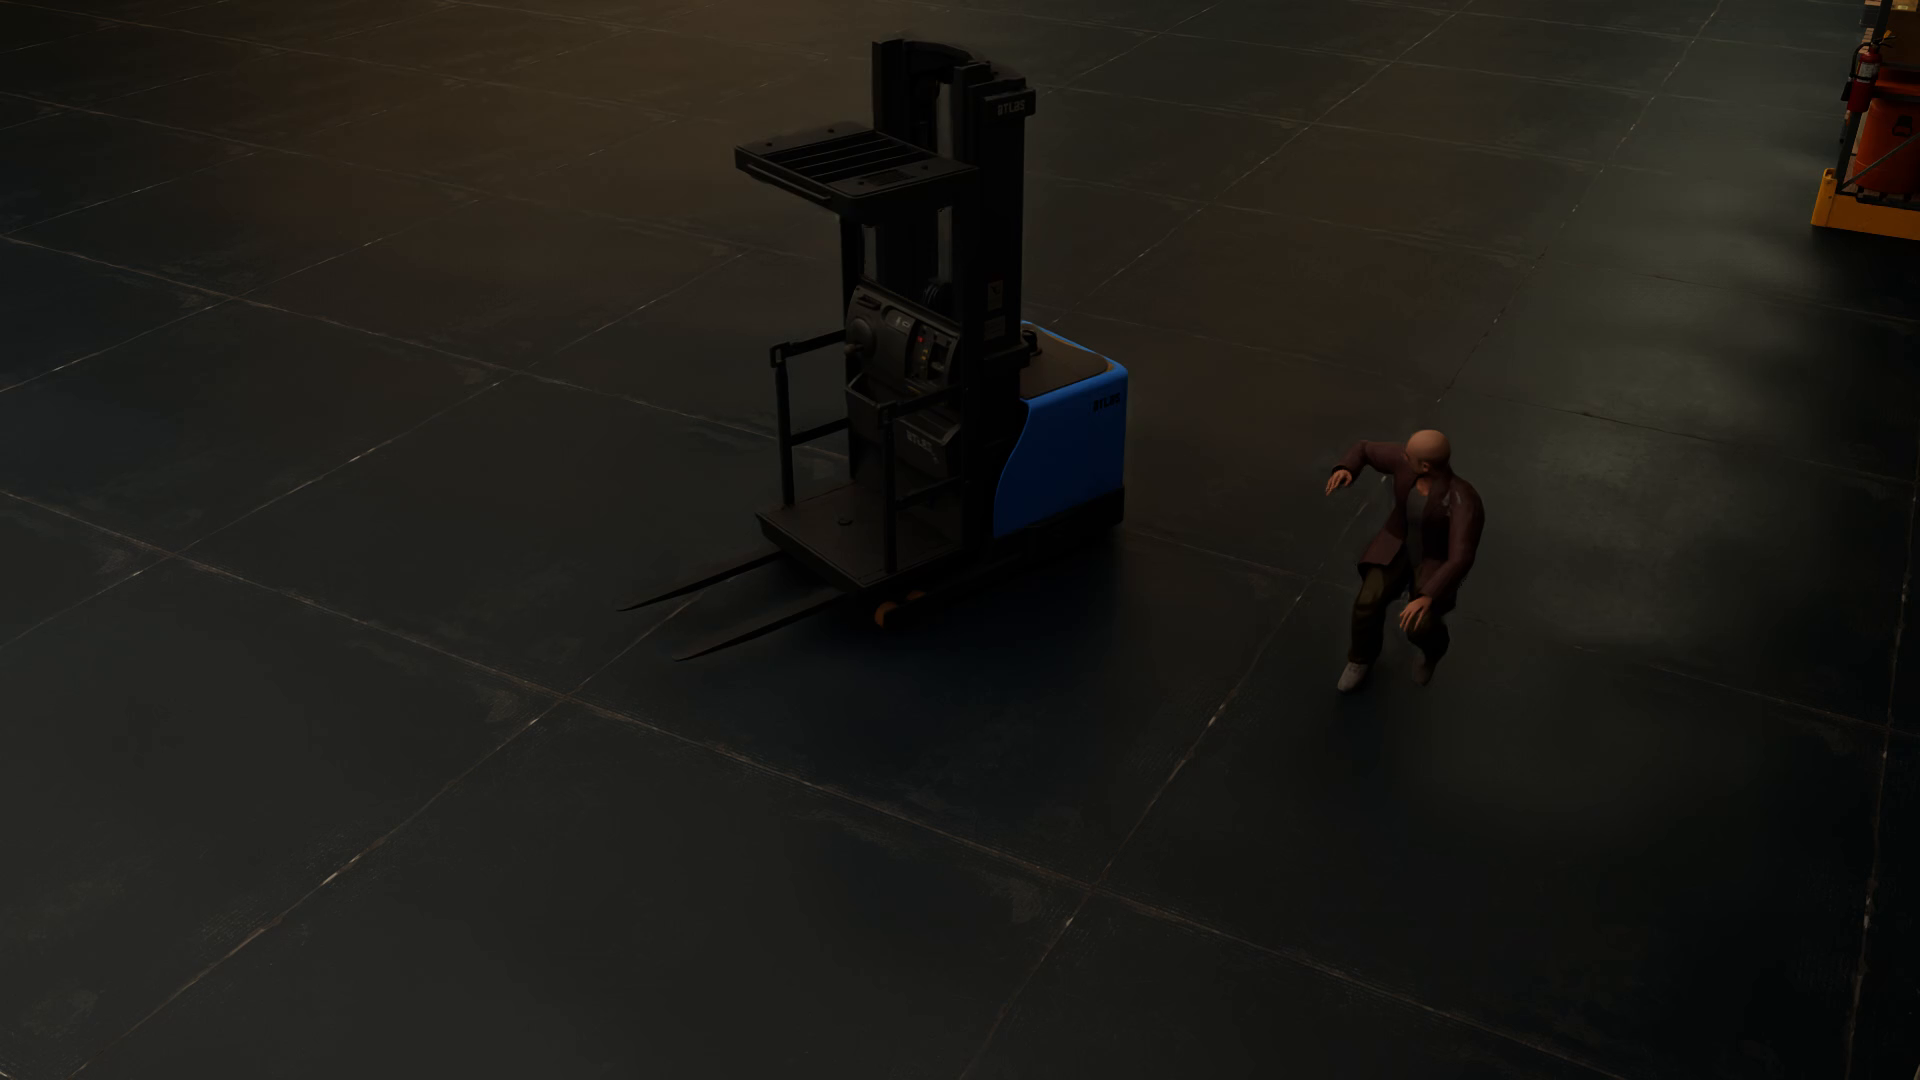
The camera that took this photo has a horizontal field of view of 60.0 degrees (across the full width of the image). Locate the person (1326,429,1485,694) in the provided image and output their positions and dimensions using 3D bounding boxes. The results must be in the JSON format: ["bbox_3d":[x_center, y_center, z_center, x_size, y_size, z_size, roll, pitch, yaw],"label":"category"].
[{"bbox_3d":[2.159,0.145,8.291,0.844,1.501,0.992,21,36,32],"label":"person"}]

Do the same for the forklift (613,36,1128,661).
[{"bbox_3d":[-0.479,-1.064,8.914,3.031,2.935,1.130,-22,37,-33],"label":"forklift"}]
